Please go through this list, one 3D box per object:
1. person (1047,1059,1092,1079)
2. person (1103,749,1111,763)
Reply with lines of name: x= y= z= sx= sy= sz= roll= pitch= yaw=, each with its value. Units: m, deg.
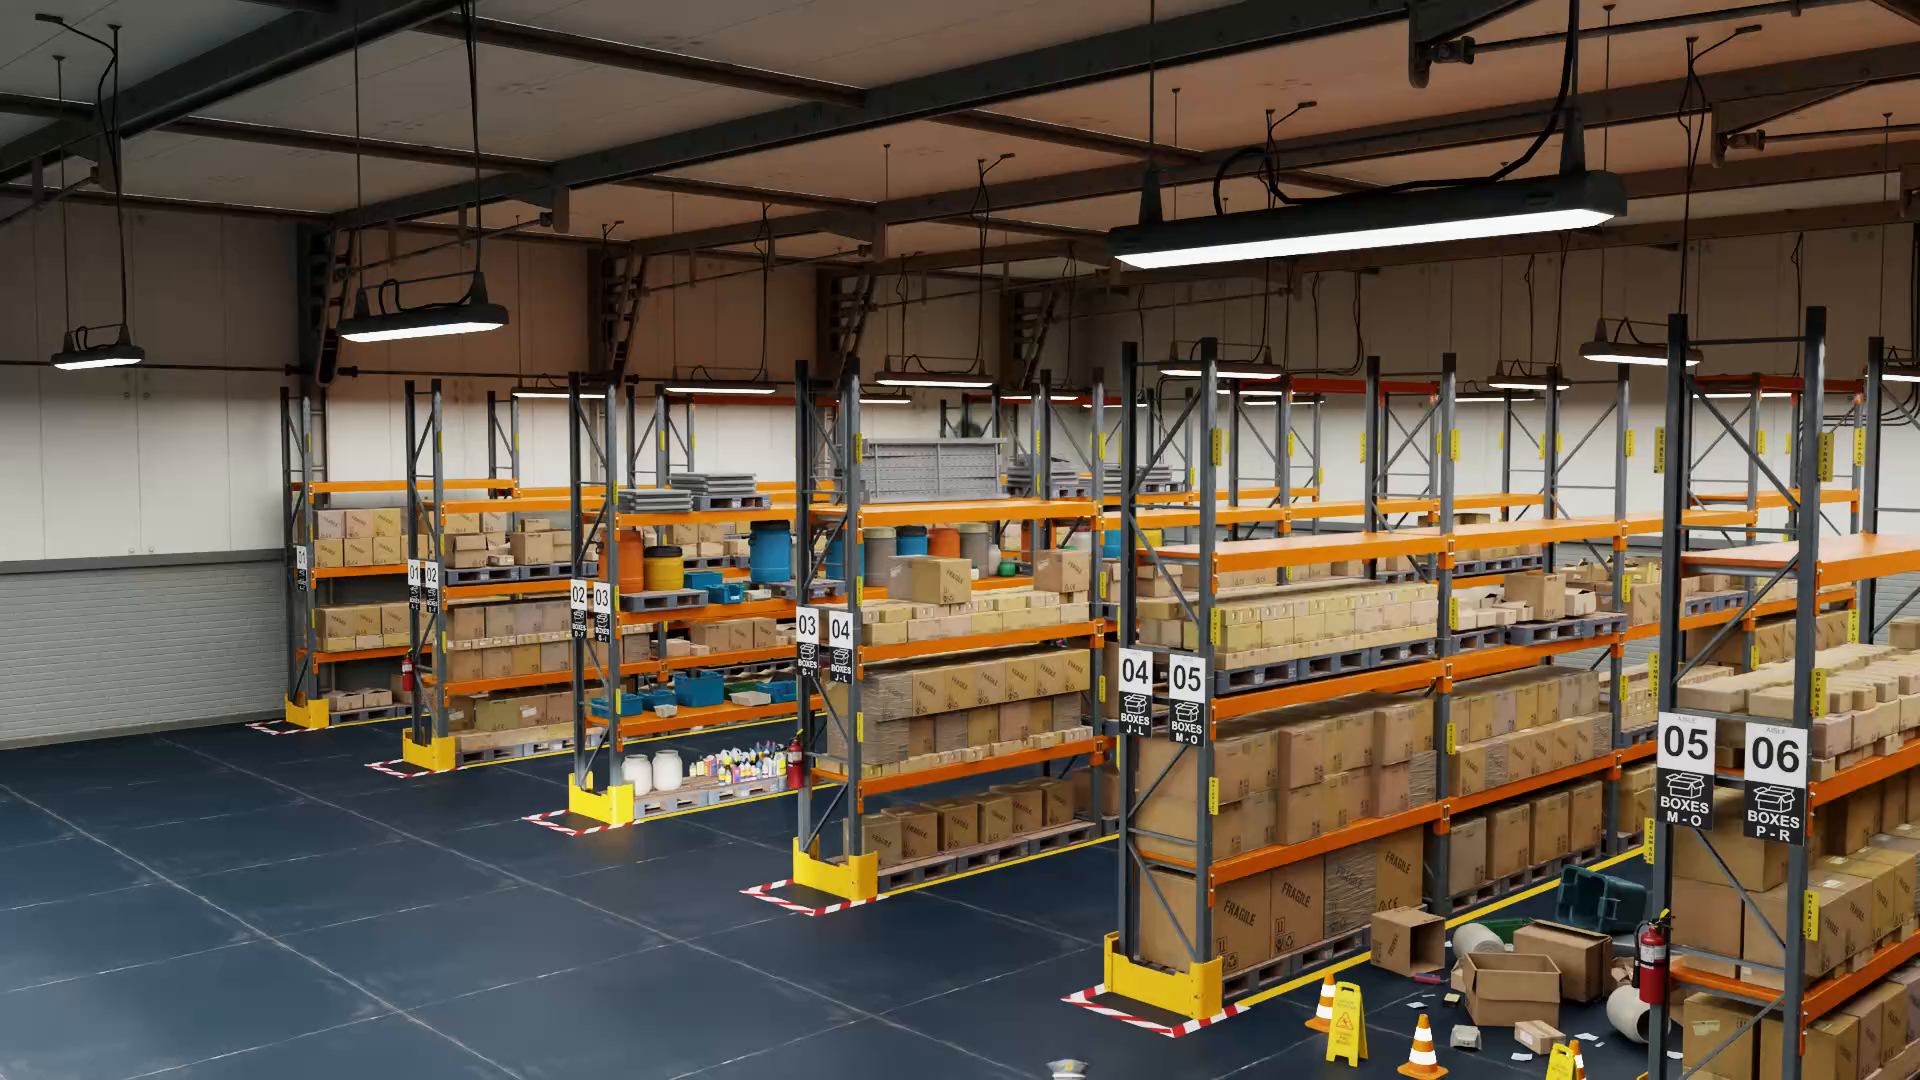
person: x=0.590 y=3.693 z=9.115 sx=0.674 sy=1.749 sz=0.937 roll=0 pitch=4 yaw=3
person: x=2.044 y=2.736 z=25.145 sx=0.556 sy=1.626 sz=0.520 roll=4 pitch=5 yaw=45
